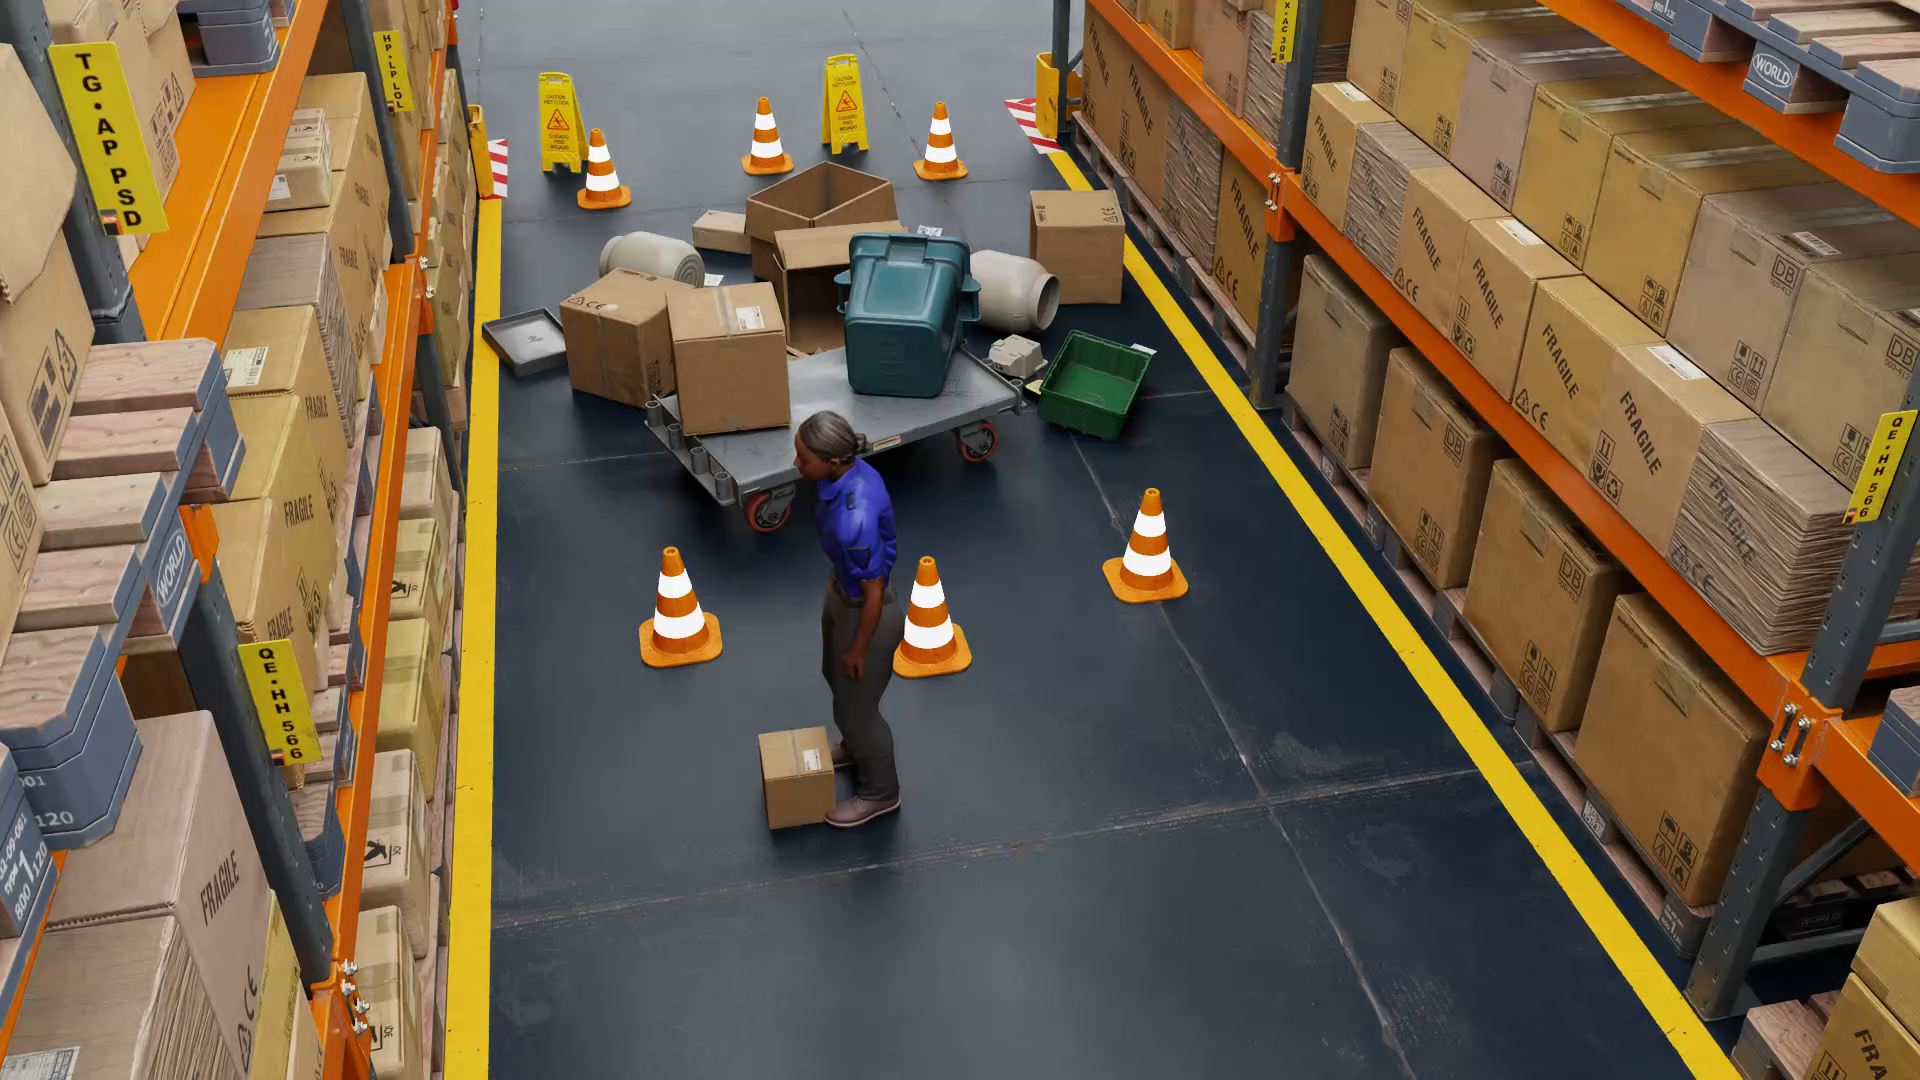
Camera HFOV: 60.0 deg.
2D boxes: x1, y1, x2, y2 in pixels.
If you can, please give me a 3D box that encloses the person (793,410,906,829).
[{"bbox_3d":[-0.374,0.257,5.775,0.349,1.654,0.504,-7,35,-10],"label":"person"}]
